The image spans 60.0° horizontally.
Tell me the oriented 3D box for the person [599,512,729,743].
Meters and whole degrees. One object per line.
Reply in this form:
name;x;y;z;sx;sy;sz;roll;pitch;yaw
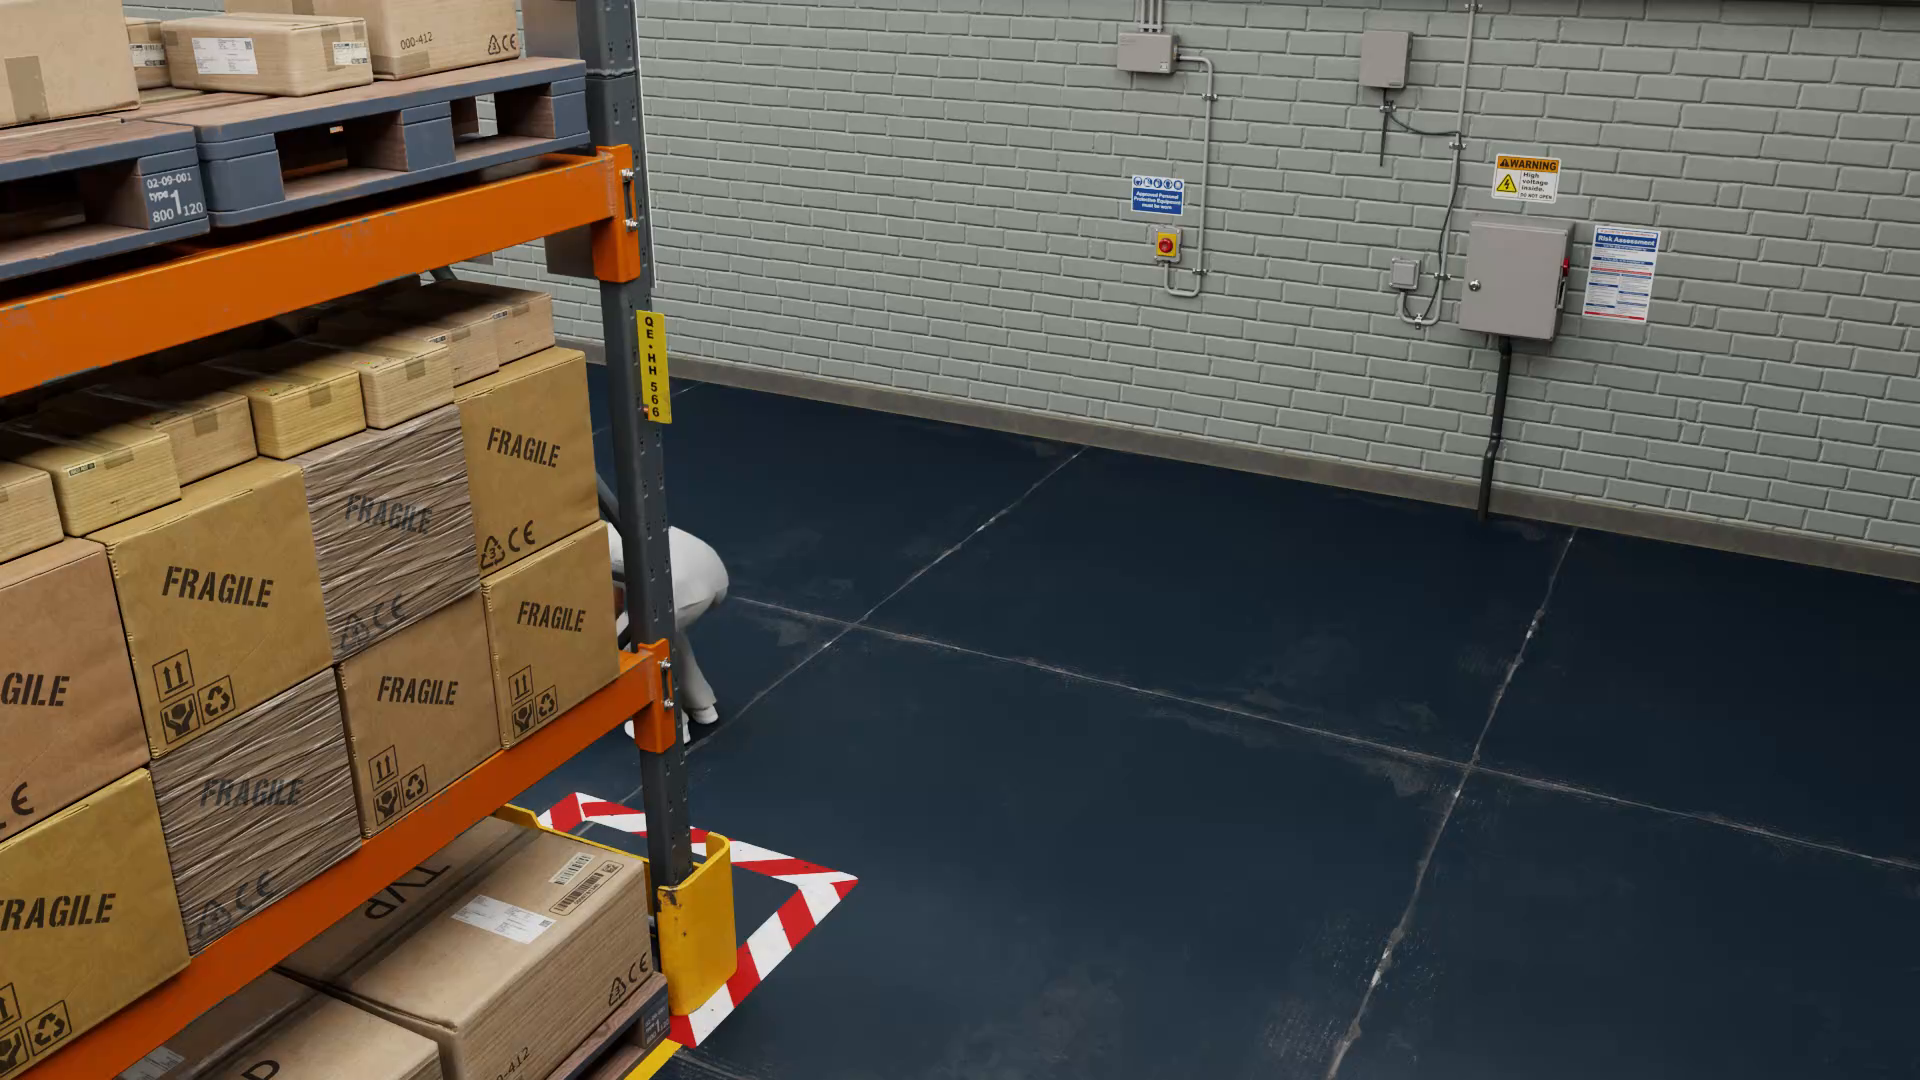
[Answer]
person;-1.406;0.347;7.180;0.866;0.971;0.475;10;25;22
